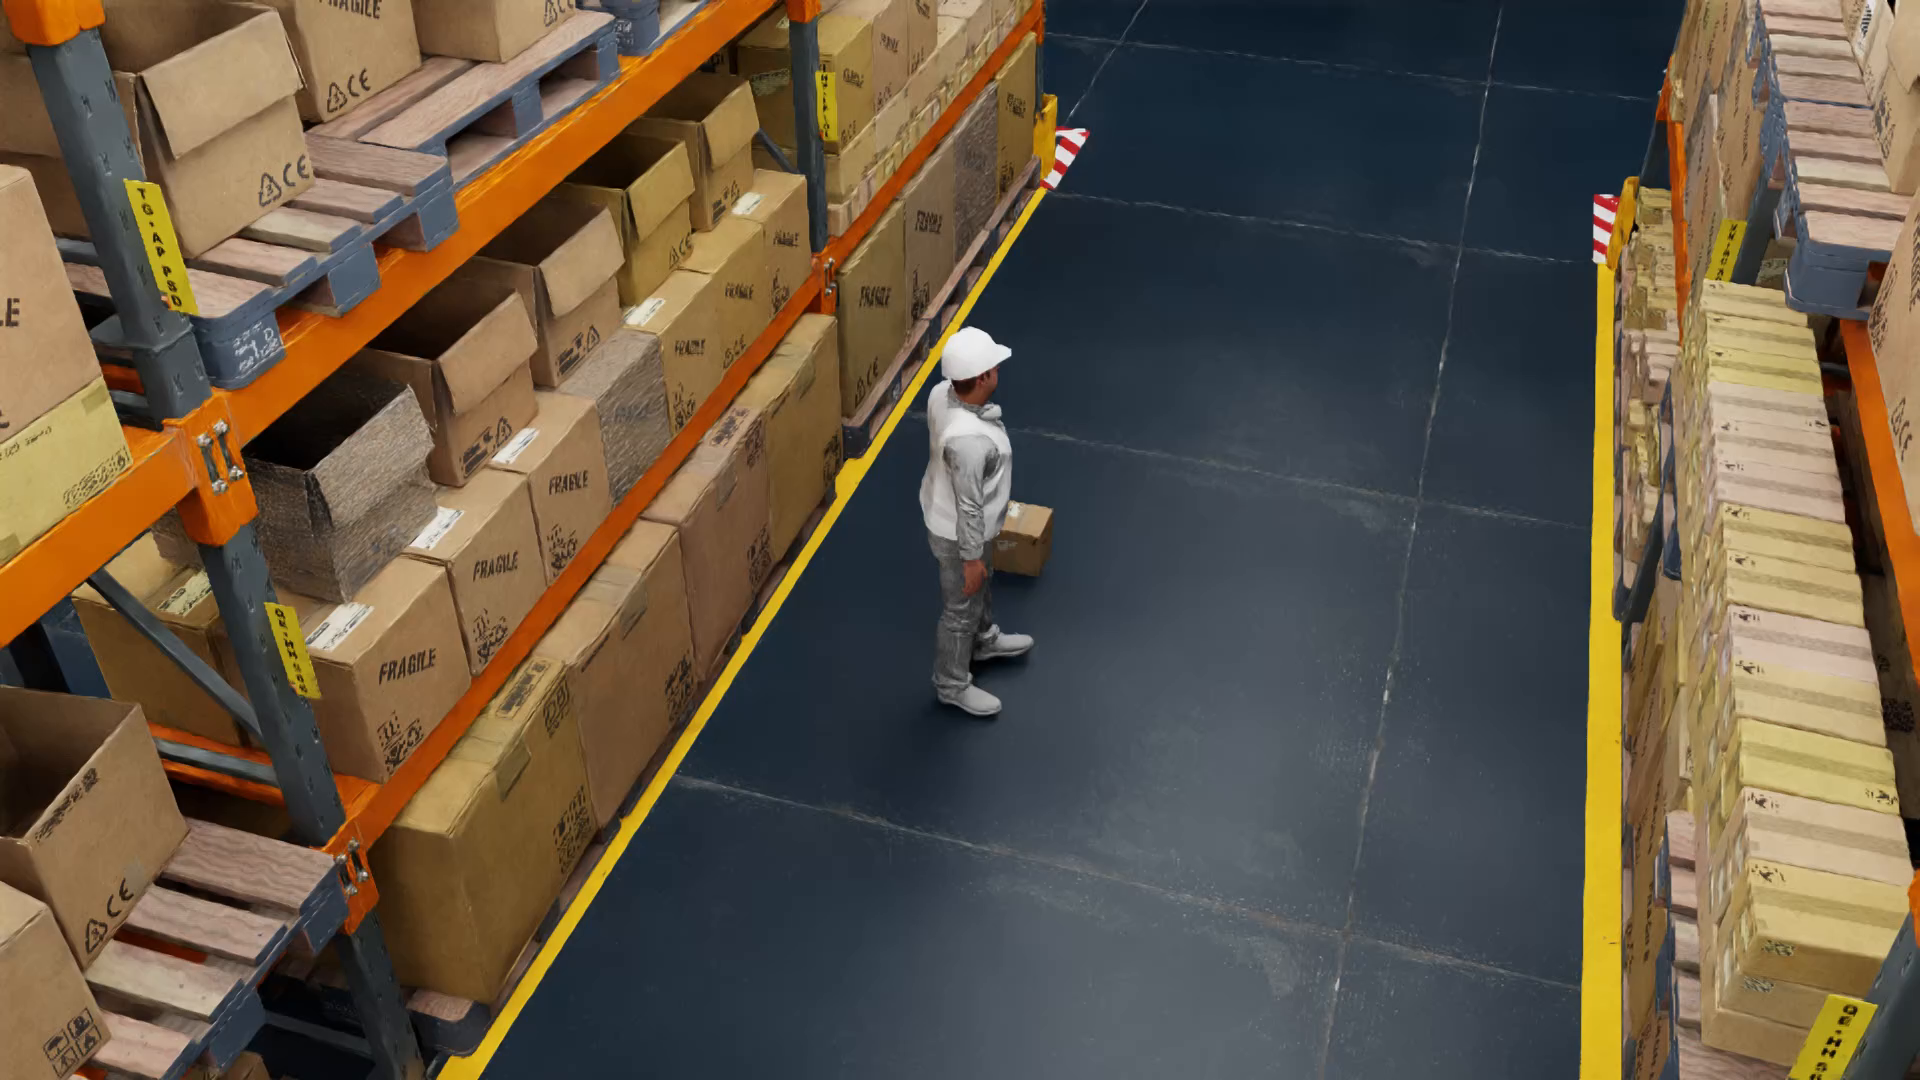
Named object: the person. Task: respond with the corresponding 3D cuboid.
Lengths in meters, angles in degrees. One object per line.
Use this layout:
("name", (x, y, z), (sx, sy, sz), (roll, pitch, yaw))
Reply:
("person", (0.103, -0.082, 6.944), (0.521, 1.782, 0.593), (-5, 37, -7))
